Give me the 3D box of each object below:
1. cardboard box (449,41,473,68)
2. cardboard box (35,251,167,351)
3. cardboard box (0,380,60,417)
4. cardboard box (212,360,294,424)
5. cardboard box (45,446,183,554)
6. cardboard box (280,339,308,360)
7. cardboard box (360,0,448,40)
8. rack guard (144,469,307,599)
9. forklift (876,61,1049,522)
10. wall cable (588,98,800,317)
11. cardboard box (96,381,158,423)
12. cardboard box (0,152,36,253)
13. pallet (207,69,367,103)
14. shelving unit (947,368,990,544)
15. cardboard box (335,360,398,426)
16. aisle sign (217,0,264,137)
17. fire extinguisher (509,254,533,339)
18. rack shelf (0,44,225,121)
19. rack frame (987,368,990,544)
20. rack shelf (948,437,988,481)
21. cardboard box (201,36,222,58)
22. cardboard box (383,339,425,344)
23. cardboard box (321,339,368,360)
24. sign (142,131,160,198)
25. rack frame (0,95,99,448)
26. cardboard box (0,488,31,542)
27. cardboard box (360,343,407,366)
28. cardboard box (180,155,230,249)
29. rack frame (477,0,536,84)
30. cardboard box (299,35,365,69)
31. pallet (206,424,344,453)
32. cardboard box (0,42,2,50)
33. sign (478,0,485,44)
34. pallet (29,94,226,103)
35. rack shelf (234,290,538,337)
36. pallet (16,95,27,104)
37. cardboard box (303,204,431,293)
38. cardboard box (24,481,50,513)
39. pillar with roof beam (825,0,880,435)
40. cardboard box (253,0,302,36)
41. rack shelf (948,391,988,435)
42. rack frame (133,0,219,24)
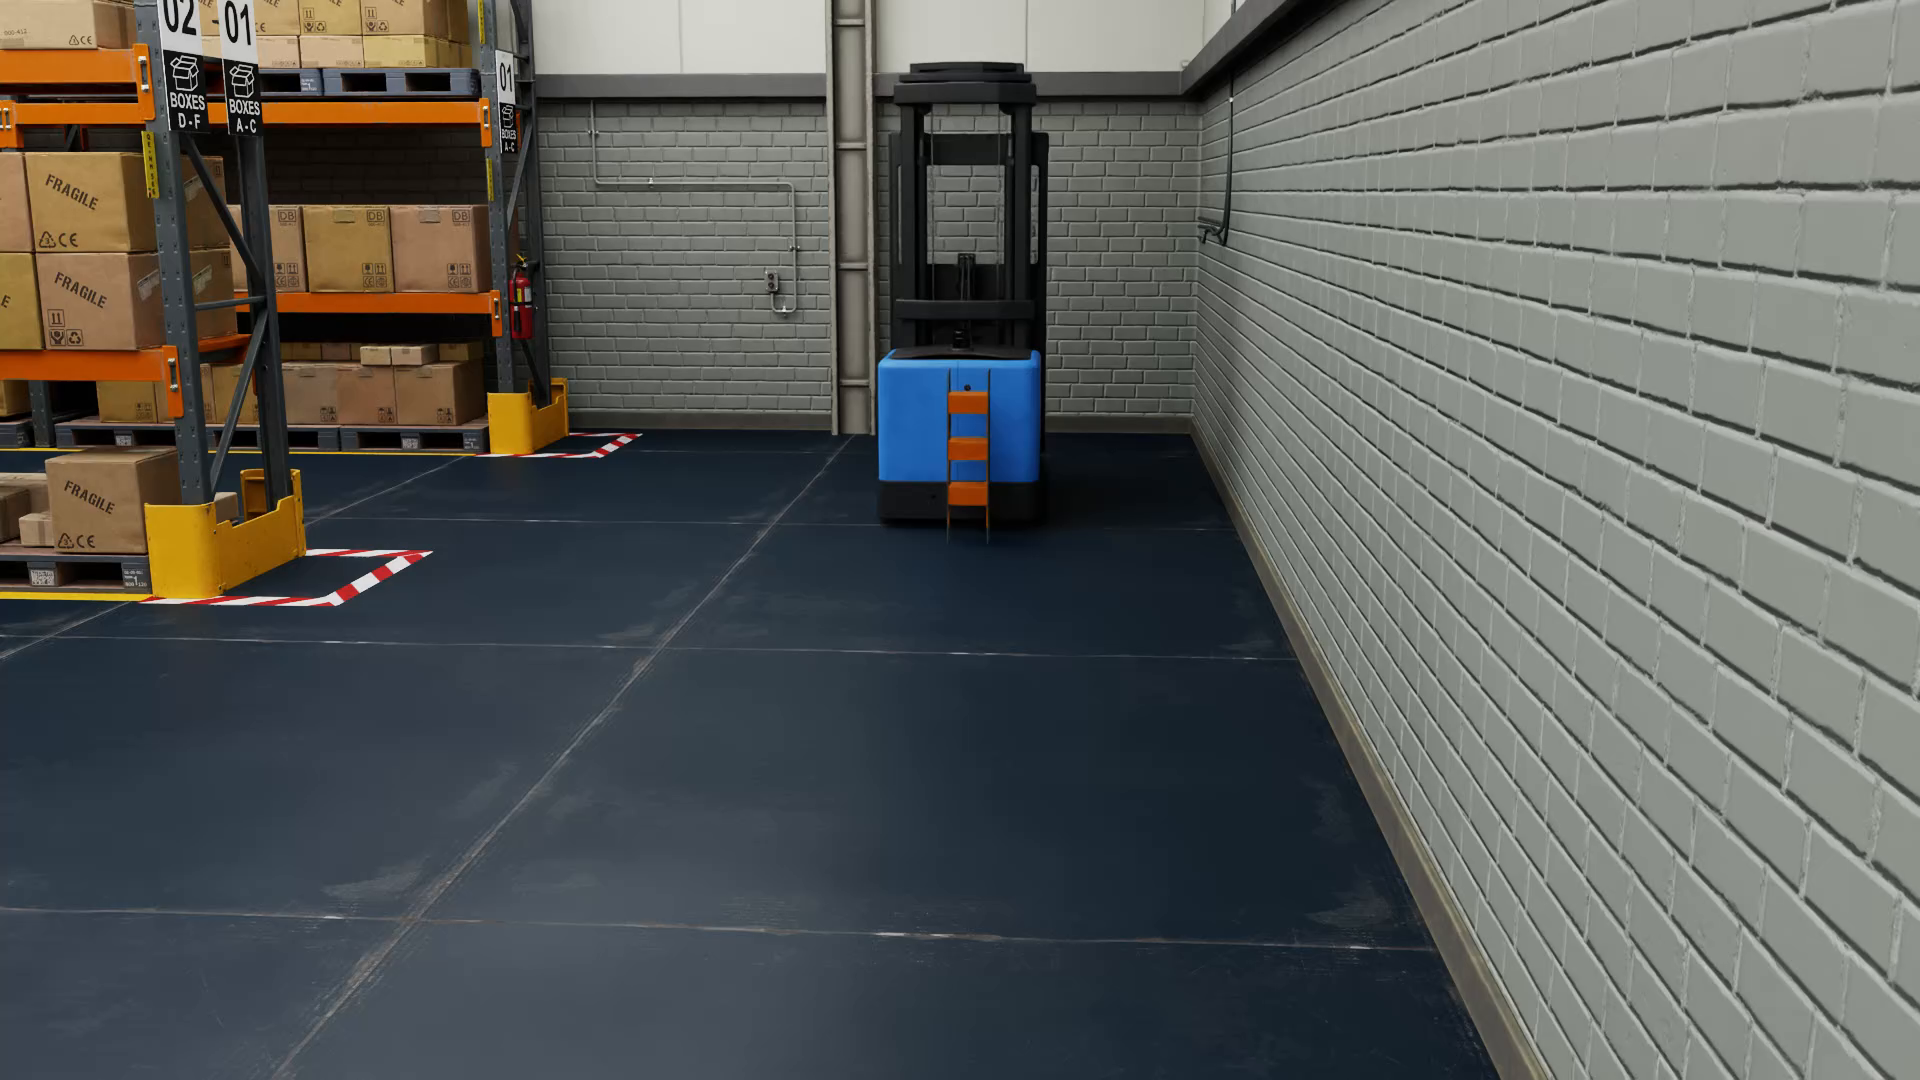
[{"bbox_3d":[-4.392,-3.997,13.822,0.500,0.250,0.500,1,12,7],"label":"cardboard box"},{"bbox_3d":[-4.472,-1.275,8.795,0.500,0.500,0.500,1,12,5],"label":"cardboard box"},{"bbox_3d":[-8.328,-1.478,14.234,0.750,0.750,0.750,1,12,4],"label":"cardboard box"},{"bbox_3d":[-5.918,-1.278,14.133,0.500,0.500,0.700,1,12,5],"label":"cardboard box"},{"bbox_3d":[-4.566,-0.225,9.047,0.500,0.500,0.500,1,12,4],"label":"cardboard box"},{"bbox_3d":[-5.764,-1.636,14.260,0.250,0.149,0.380,1,12,3],"label":"cardboard box"},{"bbox_3d":[-4.428,-4.259,13.239,0.500,0.500,0.500,1,12,4],"label":"cardboard box"},{"bbox_3d":[-4.083,-0.053,9.302,0.348,0.500,1.175,1,12,4],"label":"rack guard"},{"bbox_3d":[0.071,-1.805,11.736,1.130,2.935,3.031,1,12,3],"label":"forklift"},{"bbox_3d":[-2.339,-2.961,14.616,1.851,1.984,0.084,1,12,4],"label":"wall cable"},{"bbox_3d":[-6.931,-1.293,14.205,0.500,0.500,0.700,1,12,4],"label":"cardboard box"},{"bbox_3d":[-4.973,-1.771,8.722,0.500,0.500,0.500,1,12,5],"label":"cardboard box"},{"bbox_3d":[-5.641,-3.737,13.697,1.213,0.211,1.003,1,12,4],"label":"pallet"},{"bbox_3d":[0.053,-0.513,10.157,0.252,1.050,0.215,1,12,4],"label":"shelving unit"},{"bbox_3d":[-4.884,-1.266,14.073,0.500,0.500,0.700,1,12,4],"label":"cardboard box"},{"bbox_3d":[-3.919,-2.607,9.058,0.004,0.787,0.394,1,12,4],"label":"aisle sign"},{"bbox_3d":[-3.560,-1.971,13.465,0.183,0.674,0.296,1,12,4],"label":"fire extinguisher"},{"bbox_3d":[-6.002,-2.419,8.939,4.000,0.370,1.077,1,12,4],"label":"rack shelf"},{"bbox_3d":[0.175,-0.511,10.149,0.008,1.050,0.200,1,12,4],"label":"rack frame"},{"bbox_3d":[0.053,-0.503,10.159,0.240,0.259,0.215,1,12,4],"label":"rack shelf"},{"bbox_3d":[-5.979,-3.913,13.420,0.500,0.250,0.500,0,12,2],"label":"cardboard box"},{"bbox_3d":[-4.752,-1.622,14.194,0.250,0.149,0.380,1,12,4],"label":"cardboard box"},{"bbox_3d":[-5.256,-1.629,14.226,0.250,0.149,0.380,1,12,5],"label":"cardboard box"},{"bbox_3d":[-4.064,-1.884,8.350,0.005,0.325,0.100,1,12,4],"label":"sign"},{"bbox_3d":[-7.671,-2.343,14.141,0.127,3.000,1.000,1,12,4],"label":"rack frame"},{"bbox_3d":[-5.512,-0.122,9.164,0.500,0.250,0.500,1,12,4],"label":"cardboard box"},{"bbox_3d":[-4.780,-1.544,13.821,0.250,0.149,0.380,1,12,5],"label":"cardboard box"},{"bbox_3d":[-4.432,-1.874,9.215,0.500,0.500,0.500,1,12,5],"label":"cardboard box"},{"bbox_3d":[-3.680,-5.224,13.265,0.127,3.000,1.000,1,12,4],"label":"rack frame"},{"bbox_3d":[-4.947,-3.900,13.356,0.500,0.250,0.500,0,12,2],"label":"cardboard box"},{"bbox_3d":[-5.697,-0.935,14.223,1.213,0.211,1.003,1,12,4],"label":"pallet"},{"bbox_3d":[-5.035,-2.633,8.569,0.500,0.250,0.500,1,12,4],"label":"cardboard box"},{"bbox_3d":[-3.730,-4.040,12.961,0.005,0.325,0.100,1,12,4],"label":"sign"},{"bbox_3d":[-6.855,-3.754,13.779,1.213,0.211,1.003,1,12,4],"label":"pallet"},{"bbox_3d":[-5.675,-1.963,14.084,4.000,0.370,1.077,1,12,4],"label":"rack shelf"},{"bbox_3d":[-8.589,-3.720,13.865,1.217,0.209,0.805,0,12,1],"label":"pallet"},{"bbox_3d":[-4.916,-2.447,13.909,0.700,0.700,0.980,1,12,3],"label":"cardboard box"},{"bbox_3d":[-5.029,-0.218,9.623,0.500,0.250,0.500,1,12,4],"label":"cardboard box"},{"bbox_3d":[-1.215,-4.485,9.729,0.400,9.000,9.100,1,12,4],"label":"pillar with roof beam"},{"bbox_3d":[-5.448,-4.273,13.308,0.500,0.500,0.500,0,12,1],"label":"cardboard box"},{"bbox_3d":[0.053,-0.781,10.101,0.240,0.259,0.215,1,12,4],"label":"rack shelf"},{"bbox_3d":[-4.007,-4.212,8.427,0.127,3.000,1.000,1,12,4],"label":"rack frame"}]
